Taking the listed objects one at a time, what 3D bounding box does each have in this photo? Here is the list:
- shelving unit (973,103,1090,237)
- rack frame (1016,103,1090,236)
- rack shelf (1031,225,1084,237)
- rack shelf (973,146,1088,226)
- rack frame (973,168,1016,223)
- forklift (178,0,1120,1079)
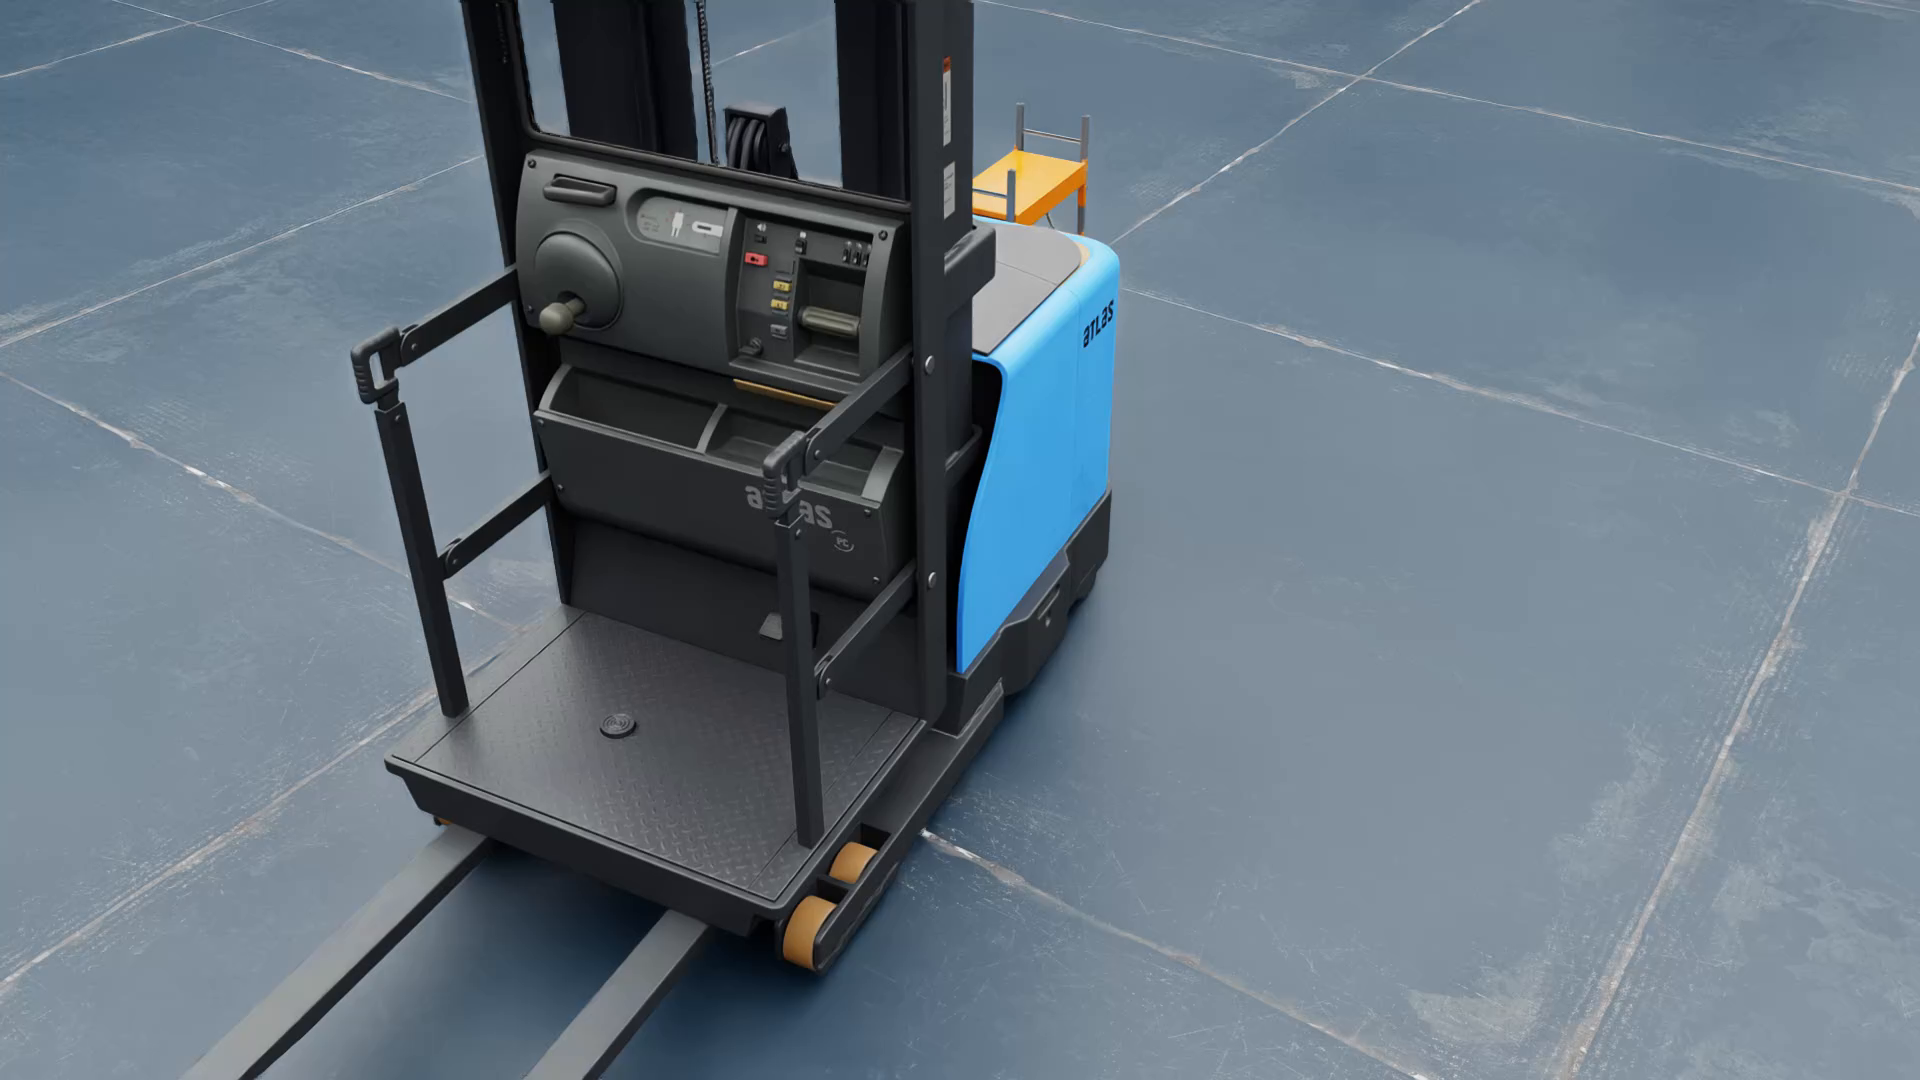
[{"bbox_3d":[0.164,-0.685,5.192,0.258,1.200,0.503,17,38,23],"label":"shelving unit"},{"bbox_3d":[0.281,-0.805,5.369,0.240,1.200,0.015,17,38,23],"label":"rack frame"},{"bbox_3d":[0.164,-0.815,5.104,0.258,0.148,0.480,17,38,23],"label":"rack shelf"},{"bbox_3d":[0.164,-1.011,4.972,0.258,0.148,0.480,17,38,23],"label":"rack shelf"},{"bbox_3d":[0.048,-0.565,5.014,0.240,1.200,0.015,17,38,23],"label":"rack frame"},{"bbox_3d":[-0.653,-0.517,3.398,1.130,2.935,3.031,15,37,21],"label":"forklift"}]
